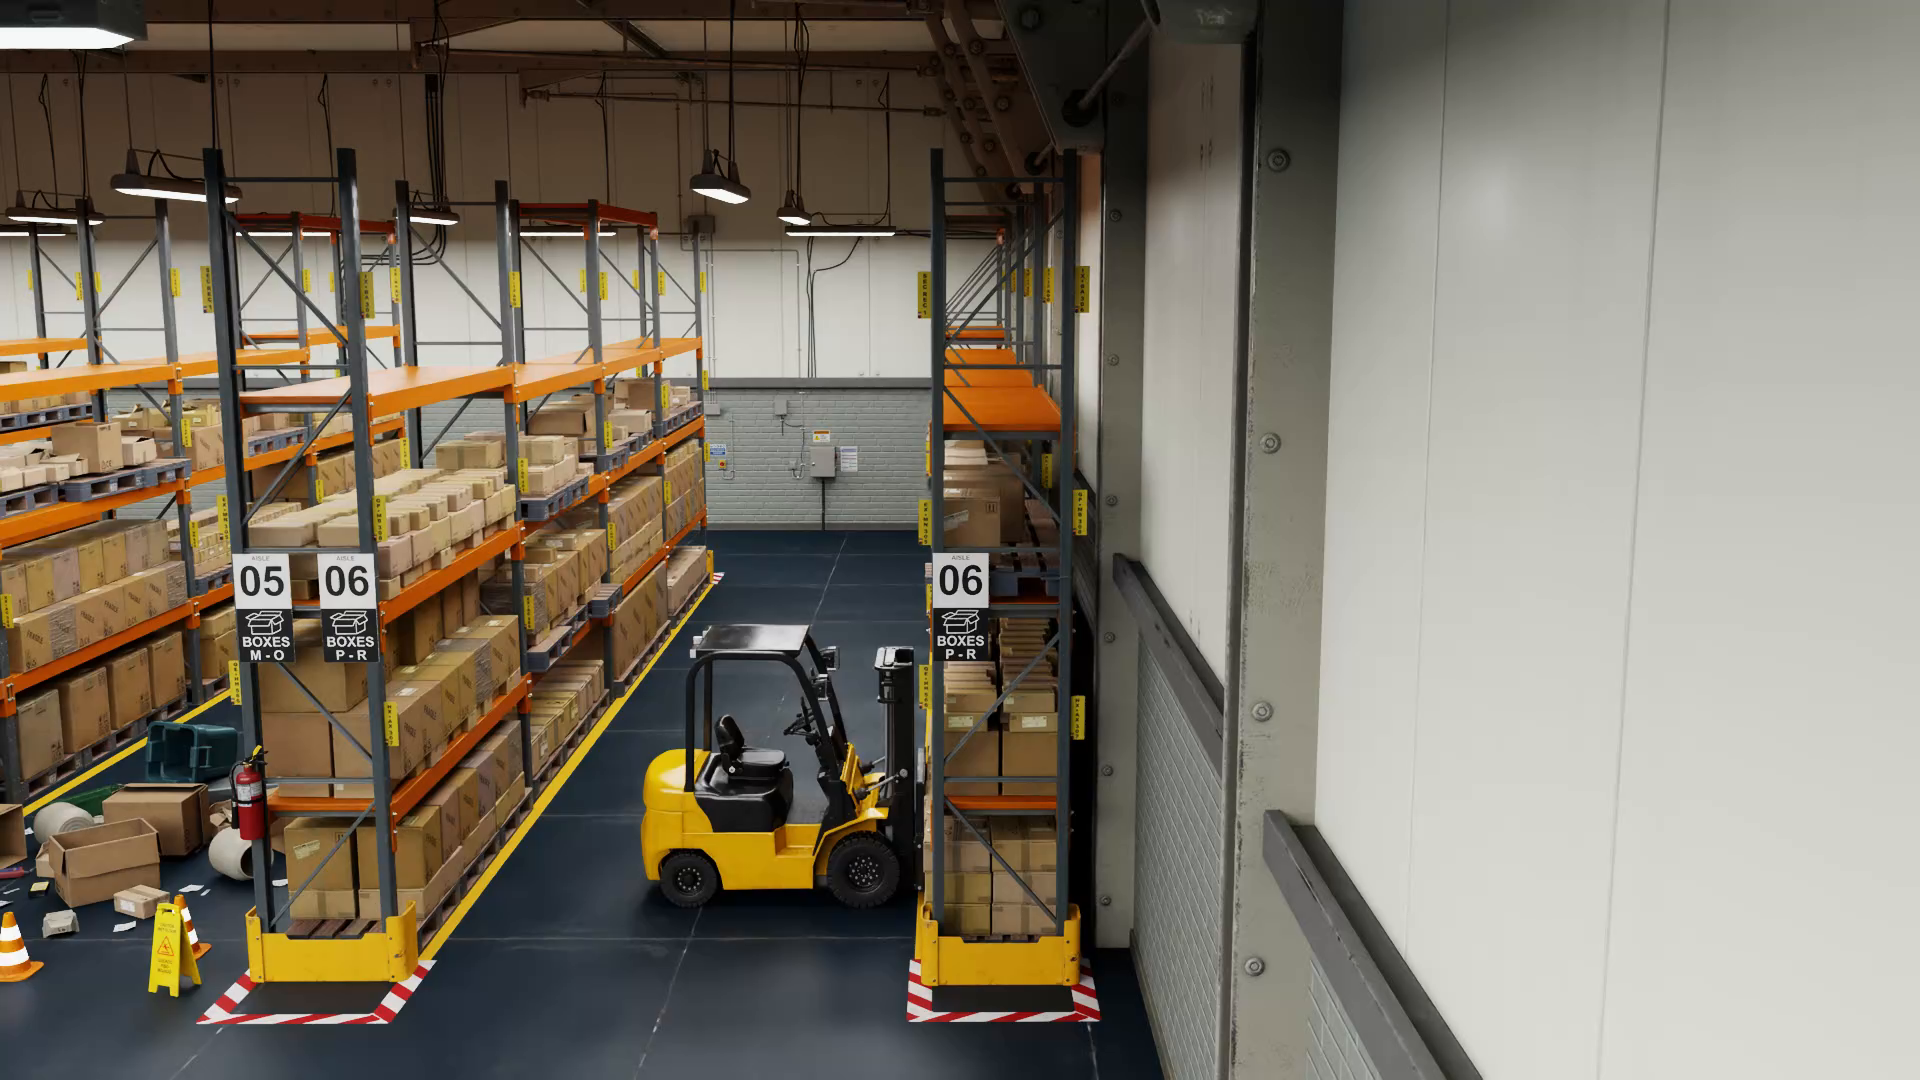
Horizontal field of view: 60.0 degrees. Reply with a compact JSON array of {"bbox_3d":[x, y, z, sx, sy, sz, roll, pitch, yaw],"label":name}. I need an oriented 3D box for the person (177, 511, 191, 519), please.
[{"bbox_3d":[-11.447,0.366,24.754,0.712,1.759,0.744,0,9,1],"label":"person"}]
